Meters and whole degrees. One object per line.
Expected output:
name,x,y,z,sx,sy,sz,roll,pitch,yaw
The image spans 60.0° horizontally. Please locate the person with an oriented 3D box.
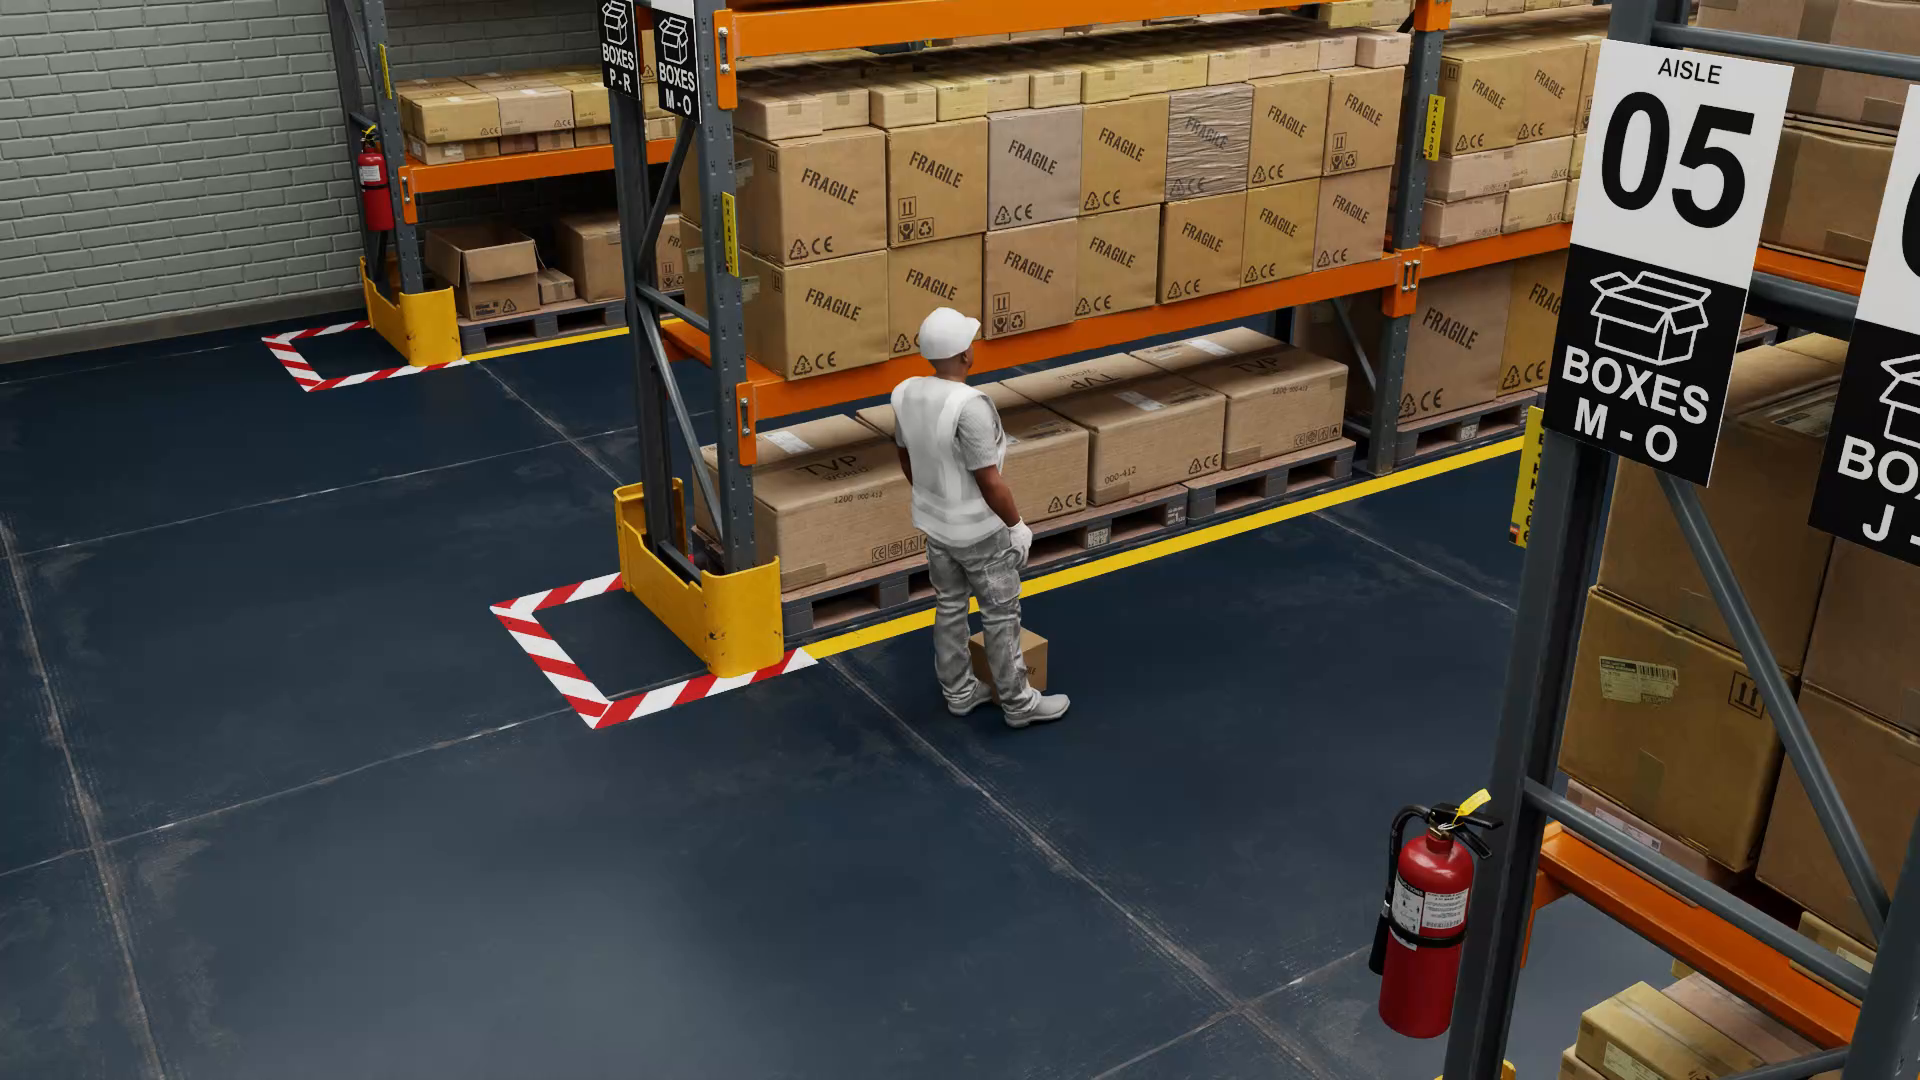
person,0.073,-0.097,6.773,0.576,1.783,0.656,-20,31,-36
